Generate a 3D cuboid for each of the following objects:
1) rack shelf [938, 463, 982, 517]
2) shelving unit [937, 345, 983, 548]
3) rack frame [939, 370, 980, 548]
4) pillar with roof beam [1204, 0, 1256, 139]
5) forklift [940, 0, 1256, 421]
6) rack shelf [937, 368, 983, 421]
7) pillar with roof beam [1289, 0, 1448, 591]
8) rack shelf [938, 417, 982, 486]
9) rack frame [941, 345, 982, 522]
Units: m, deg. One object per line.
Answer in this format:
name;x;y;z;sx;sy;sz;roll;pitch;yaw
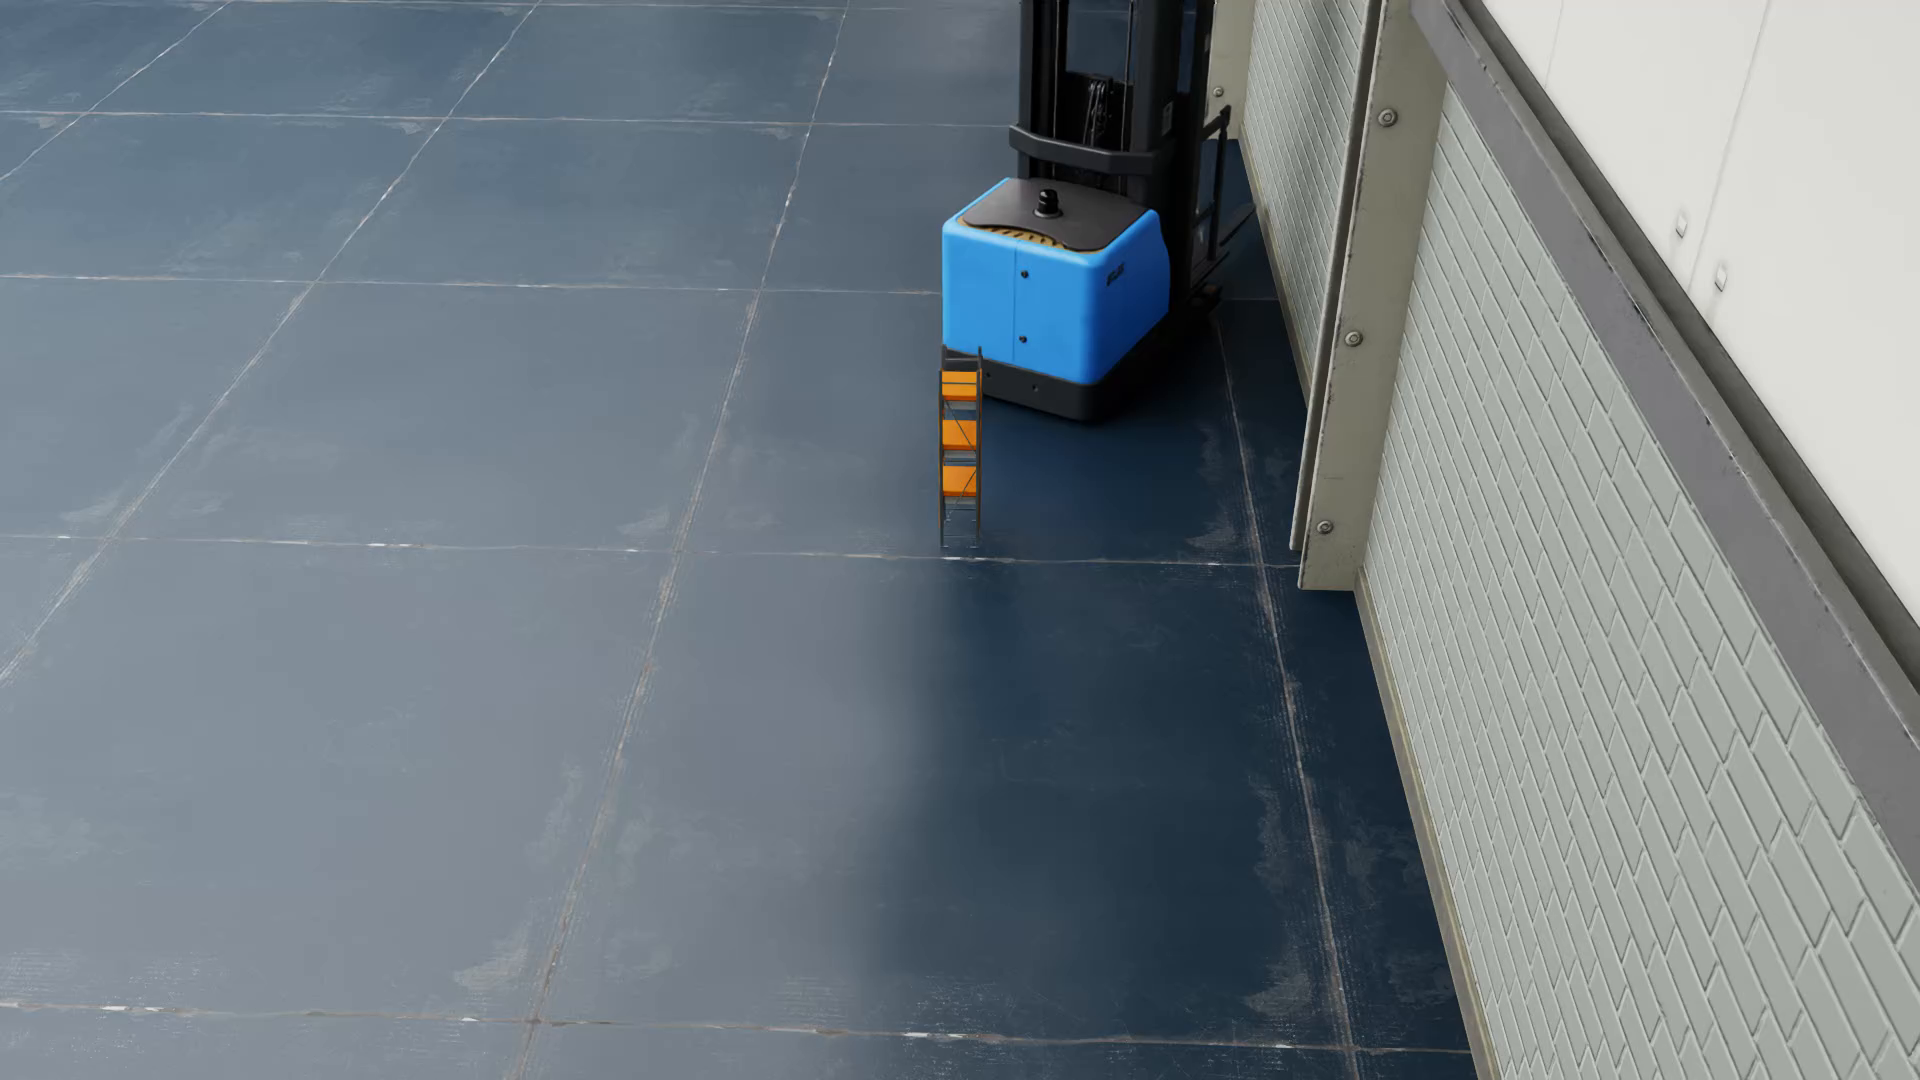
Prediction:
rack shelf;0.002;-0.224;8.603;0.215;0.259;0.240;1;35;2
shelving unit;0.002;-0.460;8.438;0.215;1.050;0.252;1;35;2
rack frame;-0.003;-0.390;8.338;0.200;1.050;0.008;1;35;2
pillar with roof beam;-2.197;-7.092;10.960;9.100;9.000;0.400;1;35;2
forklift;1.045;-2.706;9.996;1.130;2.935;3.031;18;39;24
rack shelf;0.002;-0.684;8.280;0.215;0.259;0.240;1;35;2
pillar with roof beam;-2.438;-3.645;6.055;9.100;9.000;0.400;1;35;2
rack shelf;0.002;-0.452;8.444;0.215;0.259;0.240;1;35;2
rack frame;0.007;-0.530;8.537;0.200;1.050;0.008;1;35;2
